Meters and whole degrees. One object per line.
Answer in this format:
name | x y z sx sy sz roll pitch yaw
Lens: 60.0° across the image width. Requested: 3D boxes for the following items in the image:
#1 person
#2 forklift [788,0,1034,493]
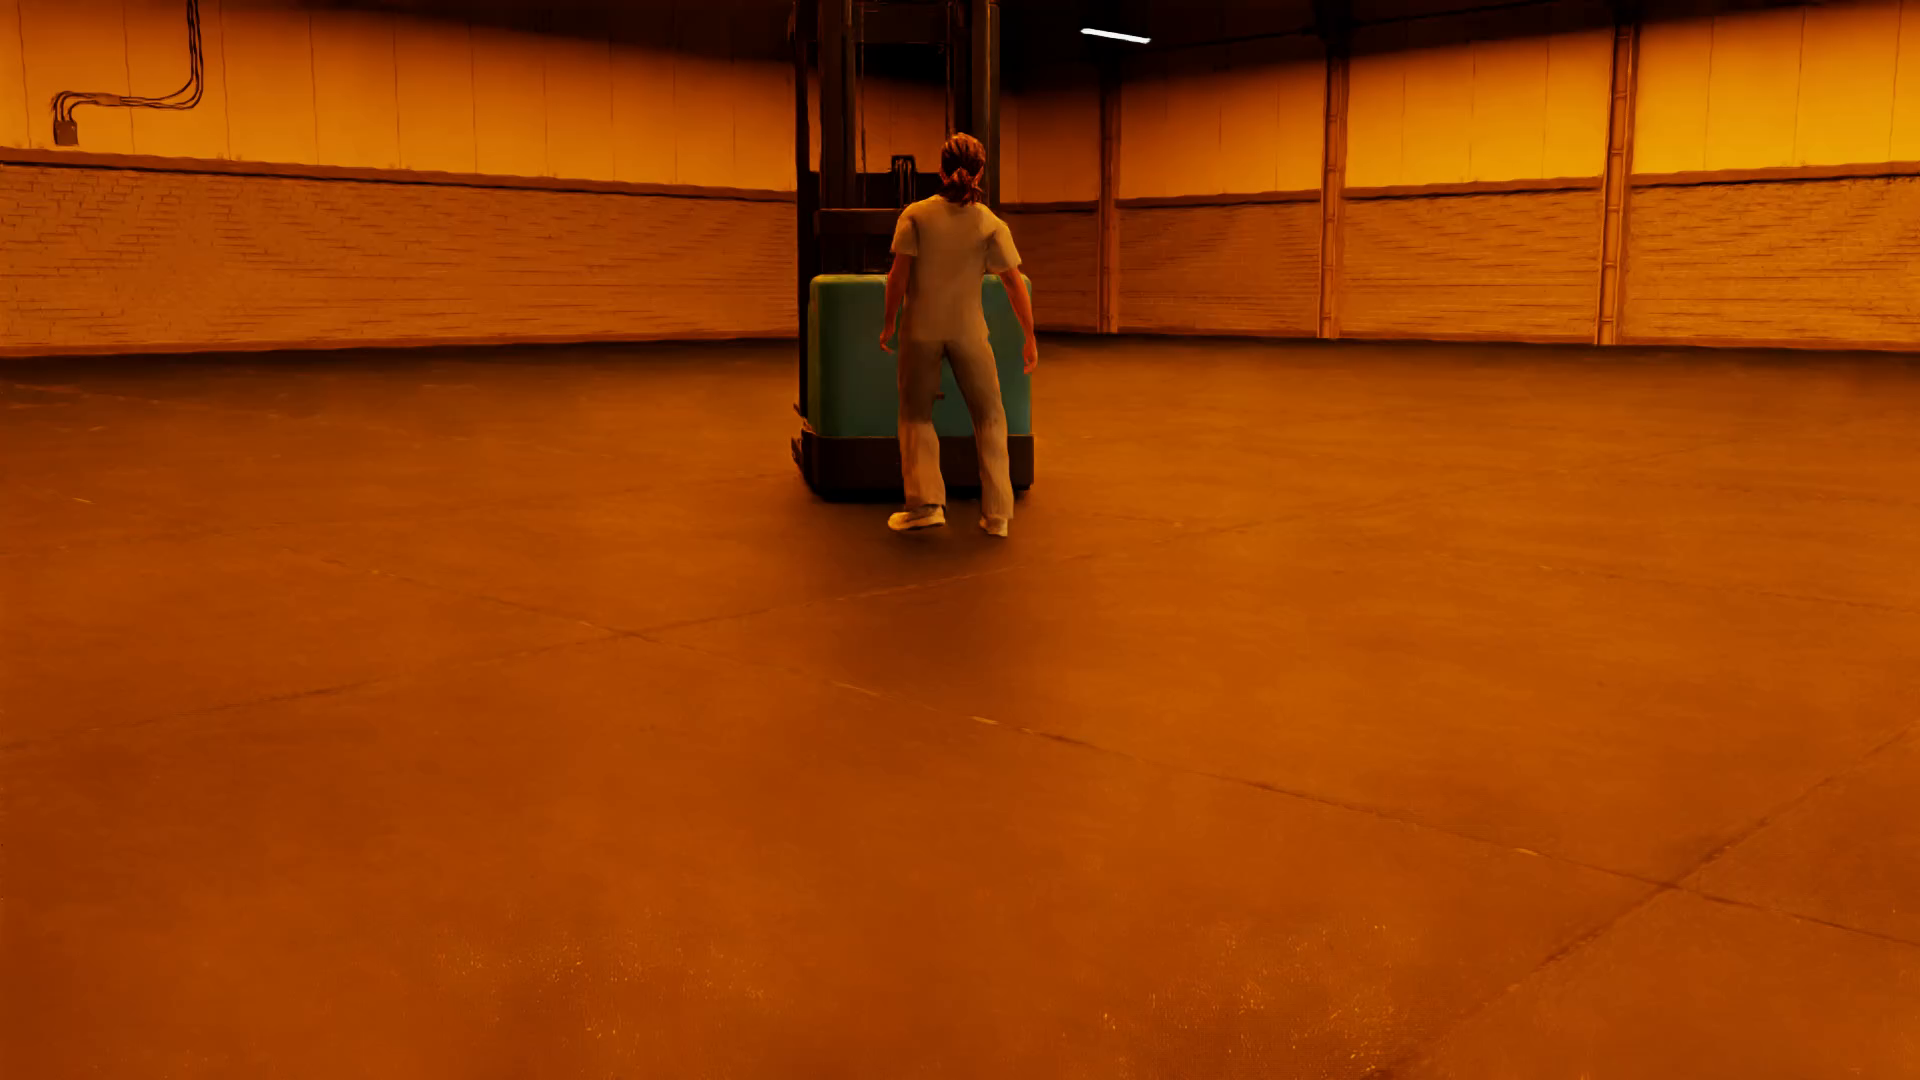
person | -0.005 -0.815 6.725 0.648 1.612 0.480 0 9 -2
forklift | -0.370 -1.854 9.187 1.130 2.935 3.031 -1 9 -8
